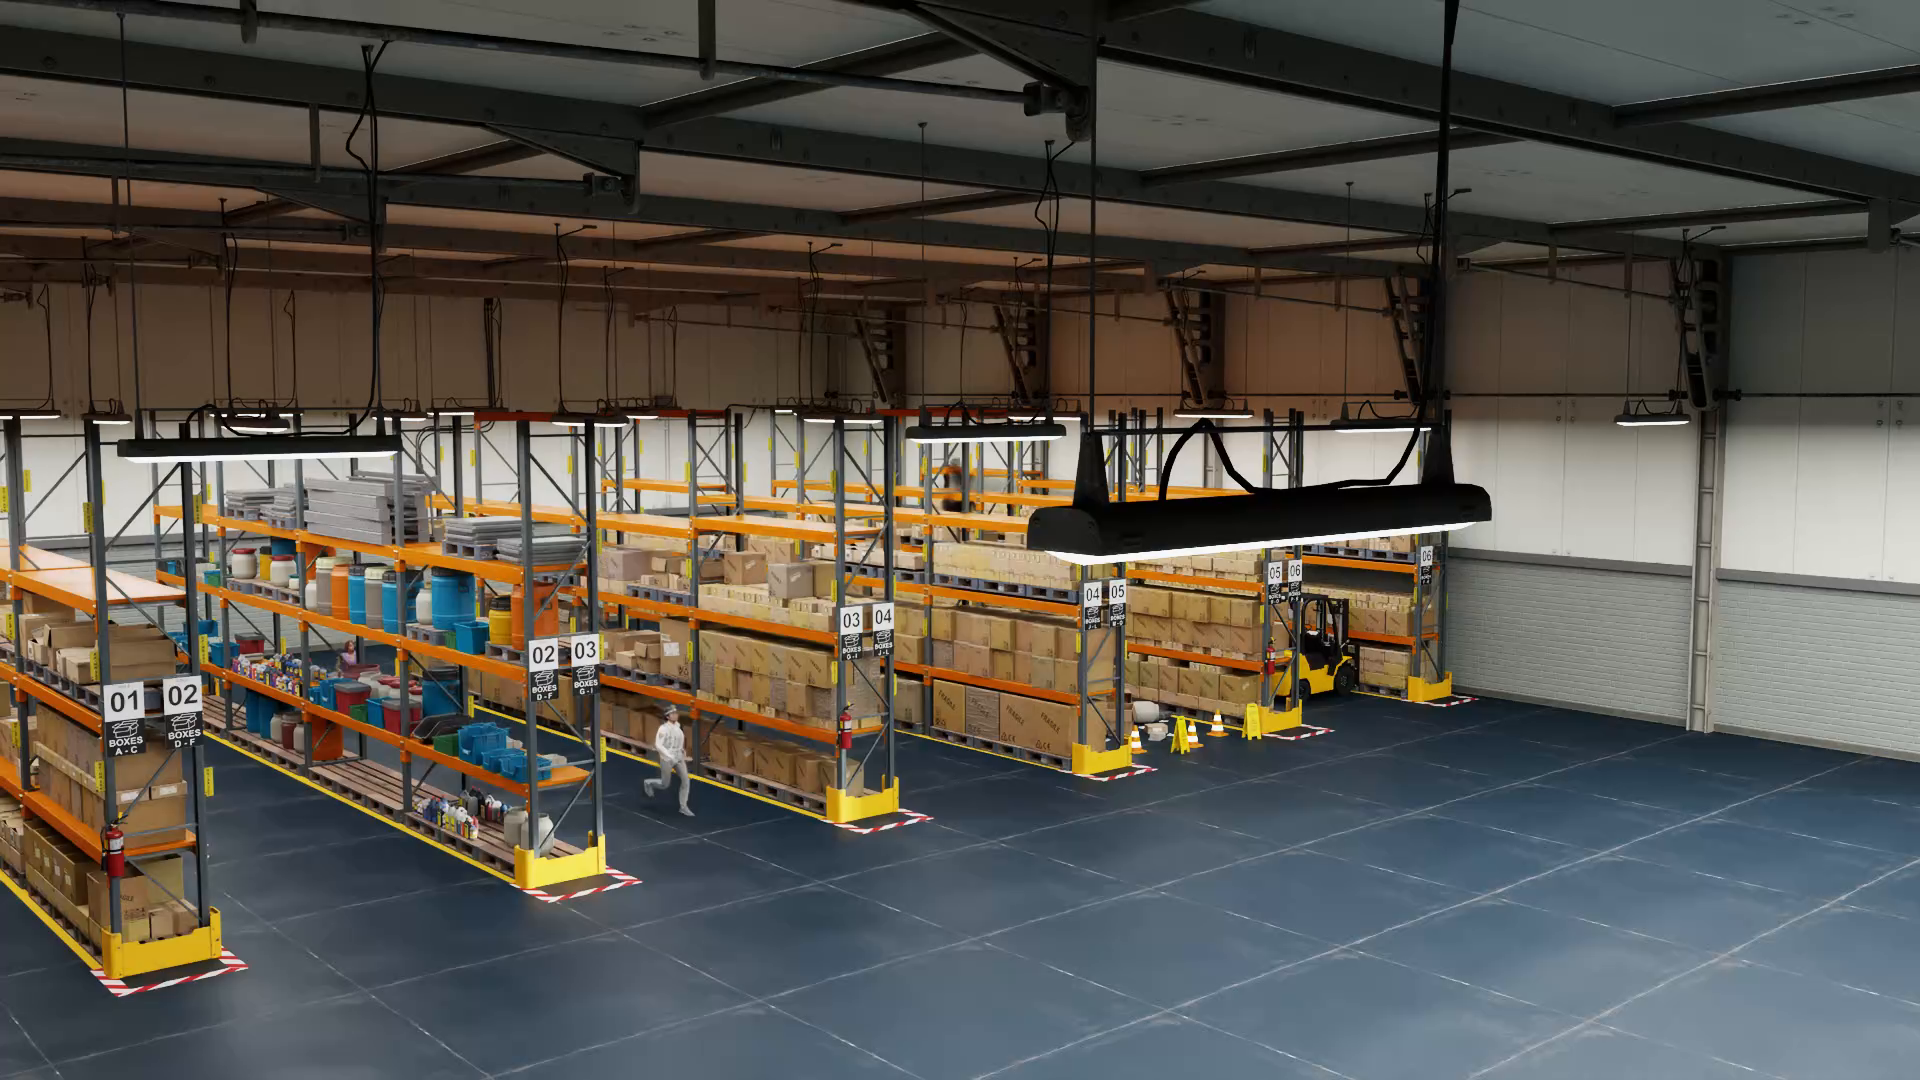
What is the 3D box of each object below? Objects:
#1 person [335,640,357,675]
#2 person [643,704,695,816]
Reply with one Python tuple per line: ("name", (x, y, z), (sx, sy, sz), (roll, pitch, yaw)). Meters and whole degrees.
("person", (-11.850, 2.719, 32.307), (0.666, 1.552, 0.541), (5, 7, 43))
("person", (-4.369, 3.317, 25.153), (0.880, 1.685, 0.602), (4, 6, 36))
